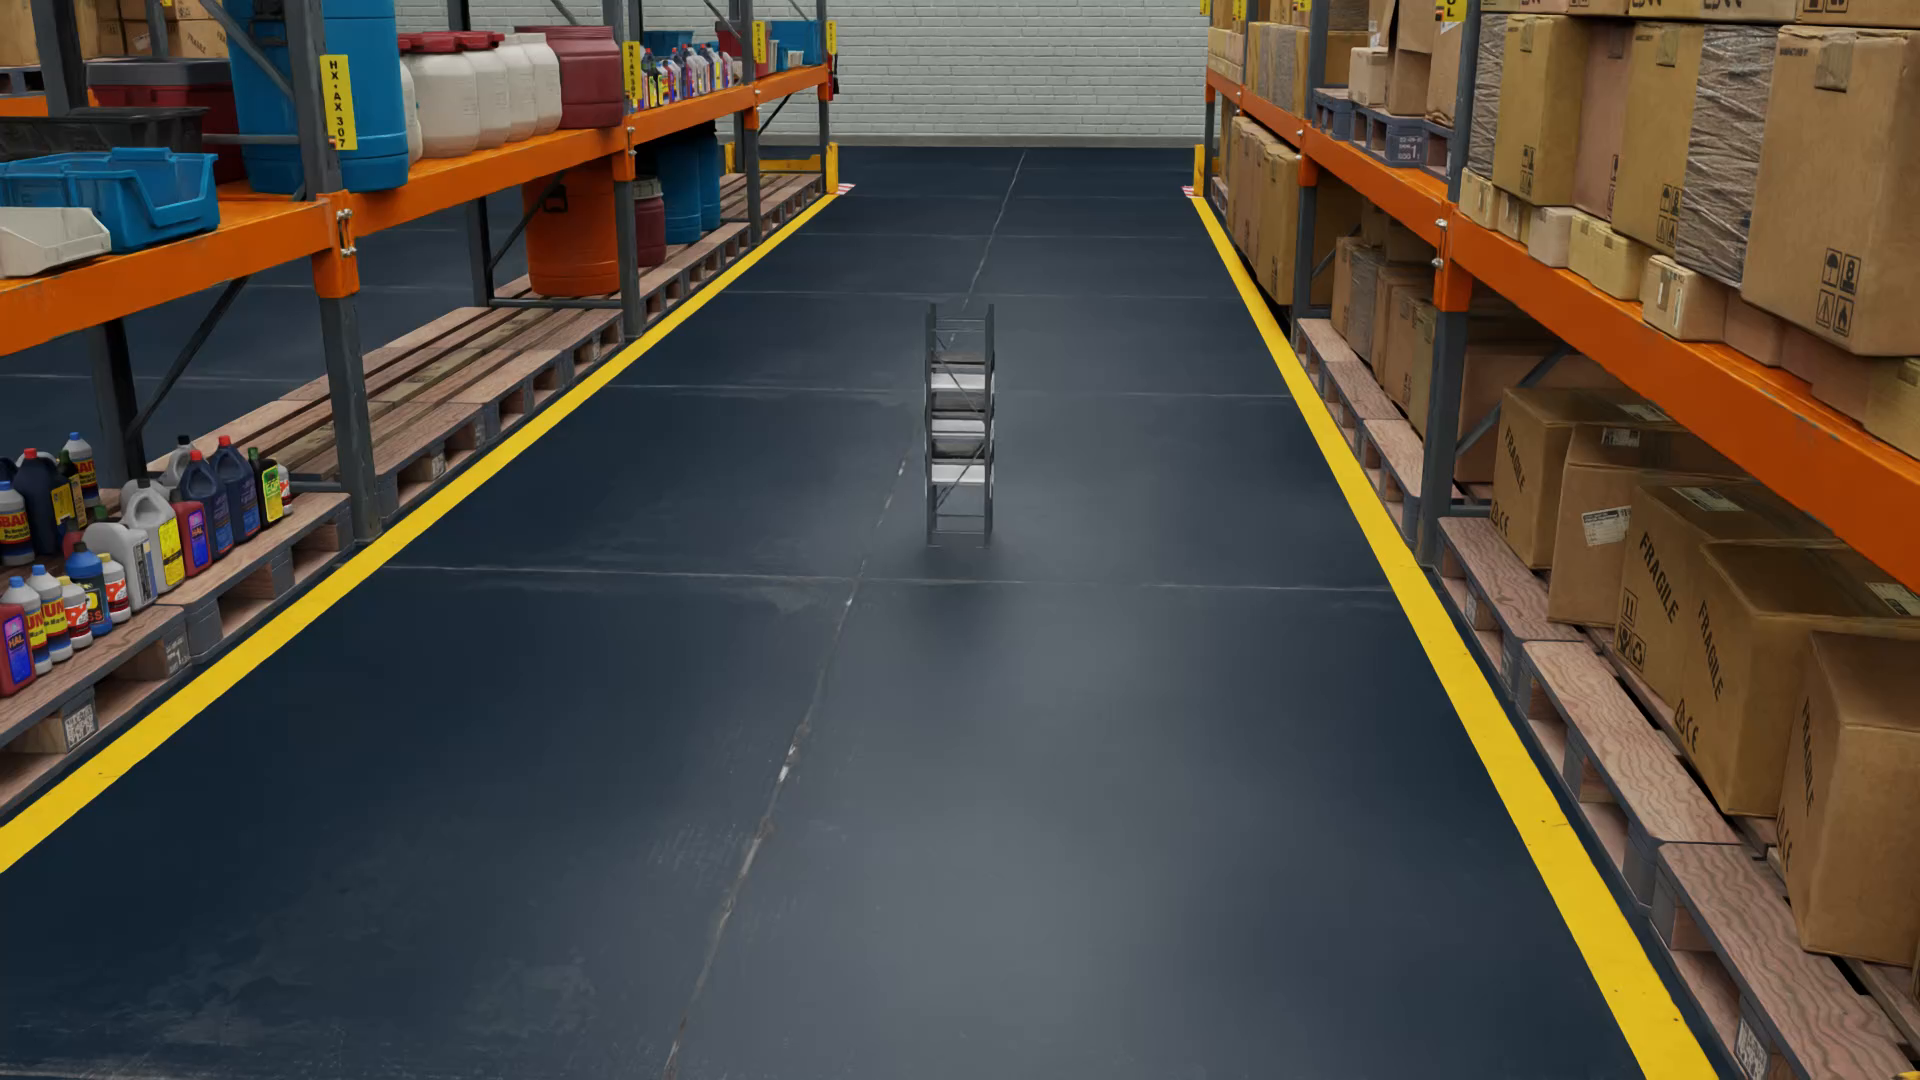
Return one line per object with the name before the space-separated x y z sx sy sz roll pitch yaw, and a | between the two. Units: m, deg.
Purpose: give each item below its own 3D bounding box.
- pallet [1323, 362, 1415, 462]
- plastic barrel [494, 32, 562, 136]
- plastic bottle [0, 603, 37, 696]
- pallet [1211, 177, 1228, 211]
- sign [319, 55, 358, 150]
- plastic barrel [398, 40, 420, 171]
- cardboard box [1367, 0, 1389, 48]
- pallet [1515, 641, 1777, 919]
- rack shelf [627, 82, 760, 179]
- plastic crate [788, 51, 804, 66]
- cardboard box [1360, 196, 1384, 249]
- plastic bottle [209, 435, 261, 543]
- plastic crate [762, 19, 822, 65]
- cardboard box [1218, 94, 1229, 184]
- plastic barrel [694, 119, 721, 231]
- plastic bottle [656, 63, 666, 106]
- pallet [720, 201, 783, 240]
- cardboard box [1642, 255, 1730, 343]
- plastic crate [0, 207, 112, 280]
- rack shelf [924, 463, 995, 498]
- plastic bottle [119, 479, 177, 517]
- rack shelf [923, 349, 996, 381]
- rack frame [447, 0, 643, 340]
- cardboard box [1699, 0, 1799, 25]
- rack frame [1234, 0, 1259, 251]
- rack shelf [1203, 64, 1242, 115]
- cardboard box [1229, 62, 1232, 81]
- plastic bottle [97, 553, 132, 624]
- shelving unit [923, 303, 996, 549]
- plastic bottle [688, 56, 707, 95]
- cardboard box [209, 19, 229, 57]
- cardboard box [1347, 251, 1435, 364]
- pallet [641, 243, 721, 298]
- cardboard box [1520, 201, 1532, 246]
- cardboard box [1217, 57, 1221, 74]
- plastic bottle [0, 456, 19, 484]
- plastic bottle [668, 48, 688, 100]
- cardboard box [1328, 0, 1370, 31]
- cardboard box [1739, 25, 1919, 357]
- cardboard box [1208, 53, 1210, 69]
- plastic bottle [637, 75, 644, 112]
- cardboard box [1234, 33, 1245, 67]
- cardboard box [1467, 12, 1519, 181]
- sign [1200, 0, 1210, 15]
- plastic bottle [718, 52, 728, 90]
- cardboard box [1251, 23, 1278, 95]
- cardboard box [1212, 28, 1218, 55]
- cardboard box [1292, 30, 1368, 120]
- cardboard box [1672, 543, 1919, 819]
pallet | 2.329 -0.621 7.979 1.003 0.211 1.213 1 18 4
plastic barrel | -2.324 -2.406 8.769 0.421 0.512 0.421 0 18 0
plastic bottle | -2.562 0.263 4.459 0.061 0.283 0.133 2 18 5
pallet | 3.071 -3.476 16.693 1.003 0.211 1.213 1 18 4
sign | -2.202 -1.551 5.894 0.100 0.325 0.005 1 18 4
plastic barrel | -2.463 -1.792 6.856 0.433 0.535 0.433 0 18 0
cardboard box | 2.478 -2.645 8.843 0.500 0.500 0.500 -1 18 -3
pallet | 2.092 0.590 4.283 1.003 0.211 1.213 1 18 4
rack shelf | -2.320 -2.957 11.784 1.077 0.370 4.000 1 18 4
plastic crate | -1.768 -4.808 16.605 0.396 0.136 0.243 1 18 4
cardboard box | 2.458 -1.735 9.006 0.500 0.250 0.500 2 18 6
plastic bottle | -2.509 -0.179 5.699 0.144 0.351 0.185 1 18 2
plastic crate | -1.728 -5.099 17.014 0.616 0.435 0.499 1 18 4
cardboard box | 3.084 -4.041 16.675 0.875 0.875 0.875 1 18 4
plastic barrel | -2.233 -2.953 13.314 0.600 0.901 0.708 1 18 4
plastic bottle | -2.015 -3.035 11.076 0.097 0.271 0.097 0 18 0
pallet | -2.163 -2.824 14.701 1.003 0.211 1.213 1 18 4
cardboard box | 1.720 -0.524 3.608 0.380 0.149 0.250 1 18 4
plastic crate | -2.614 -0.800 4.470 0.530 0.136 0.437 1 18 4
rack shelf | 0.001 -0.227 6.357 0.258 0.077 0.200 1 18 4
plastic bottle | -2.672 -0.079 5.515 0.152 0.276 0.135 1 18 4
rack shelf | 0.001 -0.655 6.217 0.258 0.077 0.200 1 18 4
rack frame | -2.464 -2.677 9.776 1.000 3.000 0.127 1 18 4
cardboard box | 1.765 -1.233 3.125 0.500 0.500 0.500 1 18 4
rack frame | 2.763 -3.809 13.230 1.000 3.000 0.127 1 18 4
rack shelf | 2.907 -4.088 15.238 1.077 0.370 4.000 1 18 4
cardboard box | 2.514 -4.031 14.312 0.380 0.149 0.250 2 18 5
plastic bottle | -2.543 0.140 4.966 0.097 0.201 0.097 0 18 0
shelving unit | 0.001 -0.430 6.291 0.258 0.900 0.210 1 18 4
plastic bottle | -1.955 -3.419 12.239 0.152 0.276 0.135 1 18 4
cardboard box | -6.775 -4.390 14.843 0.500 0.500 0.500 2 18 5
cardboard box | 2.421 -1.207 8.596 0.700 0.500 0.500 0 18 -1
pallet | -2.359 -1.976 12.114 1.003 0.211 1.213 1 18 4
cardboard box | 1.845 -0.911 4.791 0.380 0.149 0.250 1 18 4
cardboard box | 2.606 -4.430 15.528 0.380 0.149 0.250 1 18 3
plastic bottle | -3.222 -0.144 5.592 0.144 0.351 0.185 2 18 5
plastic bottle | -1.995 -3.261 11.638 0.144 0.351 0.185 1 18 4
cardboard box | 2.545 -3.318 9.959 0.797 0.503 0.637 2 18 6
cardboard box | 1.886 -0.599 2.796 0.875 0.500 0.500 1 18 4
cardboard box | 2.696 -4.829 16.747 0.380 0.149 0.250 1 18 5
plastic bottle | -2.041 -2.850 10.491 0.061 0.283 0.133 1 18 4
cardboard box | 2.533 -4.022 13.644 0.500 0.250 0.500 1 18 3
cardboard box | 2.096 -1.375 5.163 0.875 0.500 0.500 1 18 4
sign | 2.497 -5.515 16.918 0.100 0.325 0.005 1 18 4
plastic bottle | -1.854 -3.662 12.968 0.061 0.283 0.133 1 18 4
cardboard box | 2.446 -3.563 12.319 0.500 0.500 0.500 1 18 4
cardboard box | 2.716 -4.817 16.069 0.500 0.250 0.500 1 18 3
cardboard box | 2.265 -2.773 9.908 0.500 0.500 0.500 2 18 6
cardboard box | 2.037 0.332 3.932 0.500 0.500 0.500 3 18 9
